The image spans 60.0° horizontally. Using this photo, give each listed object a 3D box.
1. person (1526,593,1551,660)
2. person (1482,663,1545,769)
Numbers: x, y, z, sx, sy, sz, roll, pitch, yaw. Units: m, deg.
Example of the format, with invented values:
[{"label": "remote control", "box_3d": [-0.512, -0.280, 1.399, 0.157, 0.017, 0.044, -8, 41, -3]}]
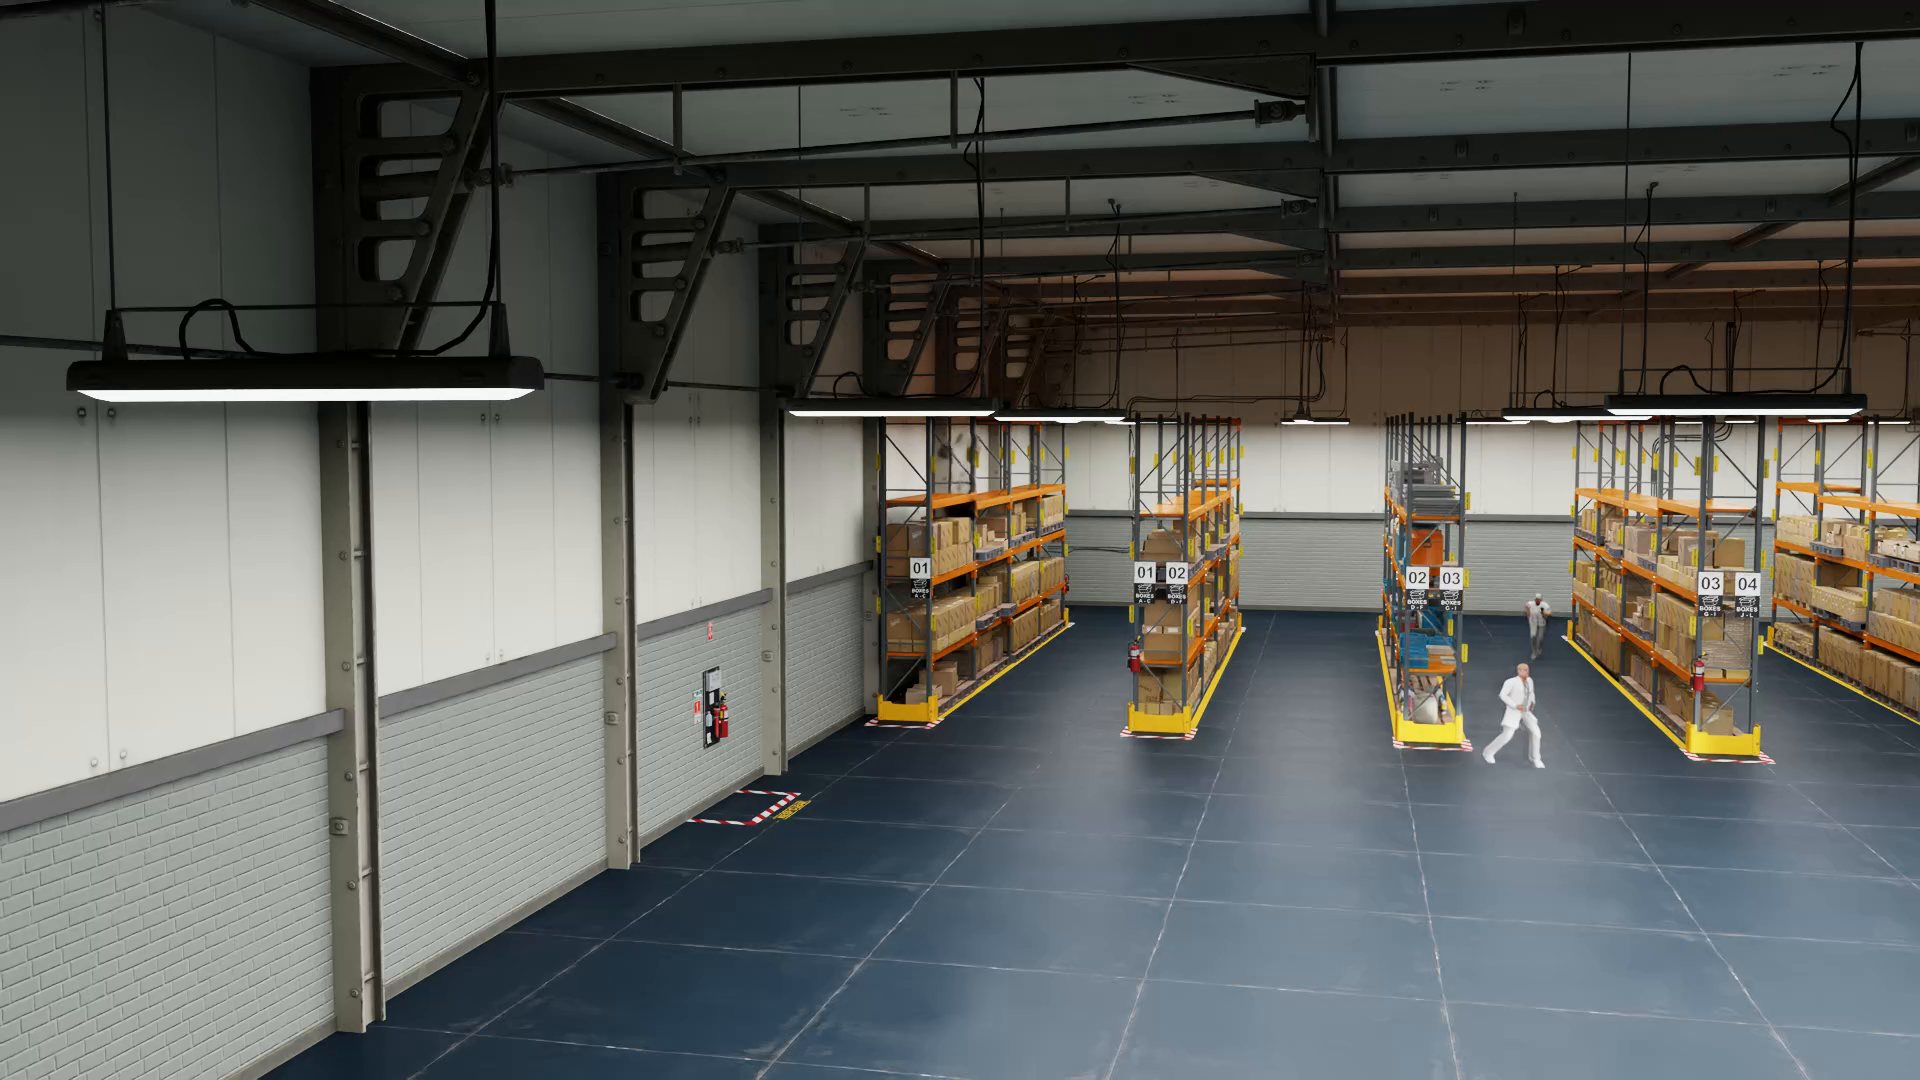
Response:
[{"label": "person", "box_3d": [14.337, 2.130, 41.229, 0.598, 1.654, 0.890, 1, 4, 18]}, {"label": "person", "box_3d": [9.405, 2.964, 28.123, 0.935, 1.777, 0.821, -2, 4, -28]}]
